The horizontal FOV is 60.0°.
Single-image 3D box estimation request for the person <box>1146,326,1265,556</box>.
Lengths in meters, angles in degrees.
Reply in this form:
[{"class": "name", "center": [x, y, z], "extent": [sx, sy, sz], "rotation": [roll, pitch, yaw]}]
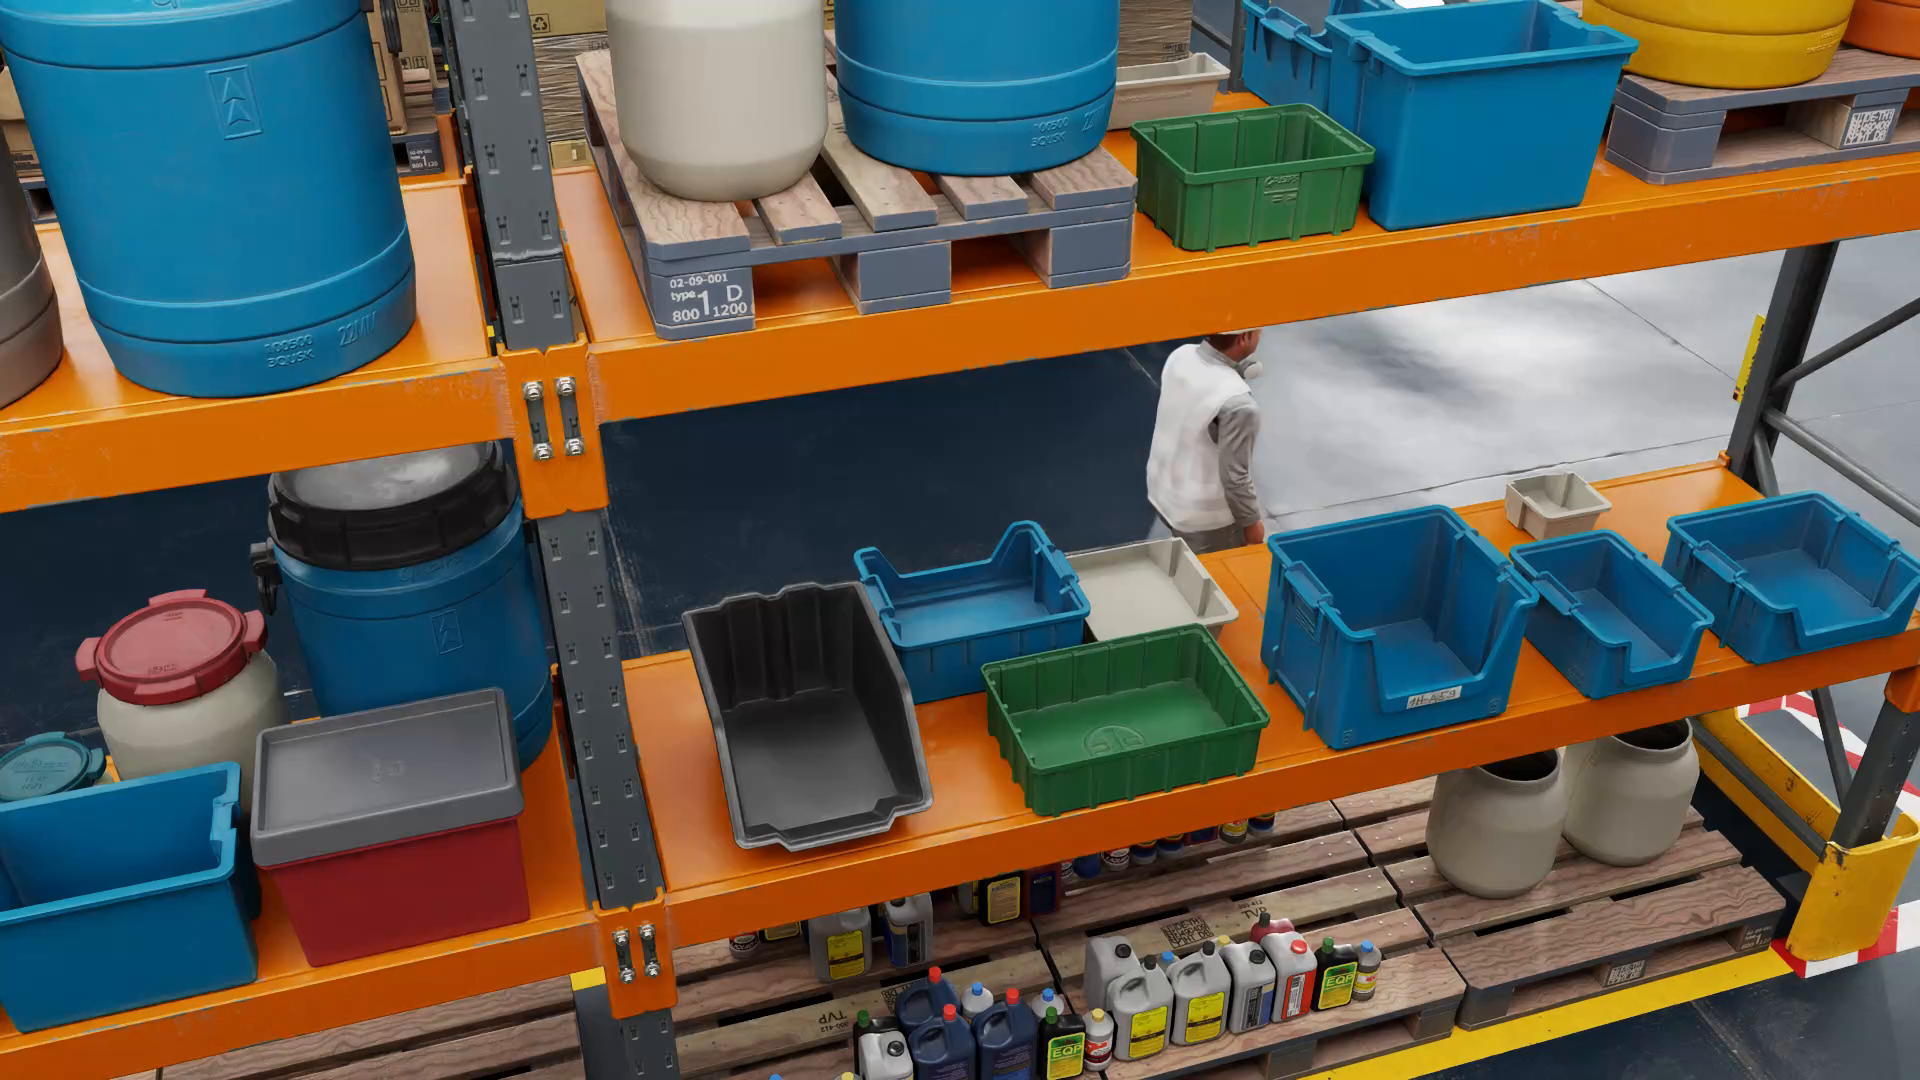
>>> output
[{"class": "person", "center": [0.956, -0.158, 6.352], "extent": [0.473, 1.774, 0.565], "rotation": [-11, 35, -16]}]
